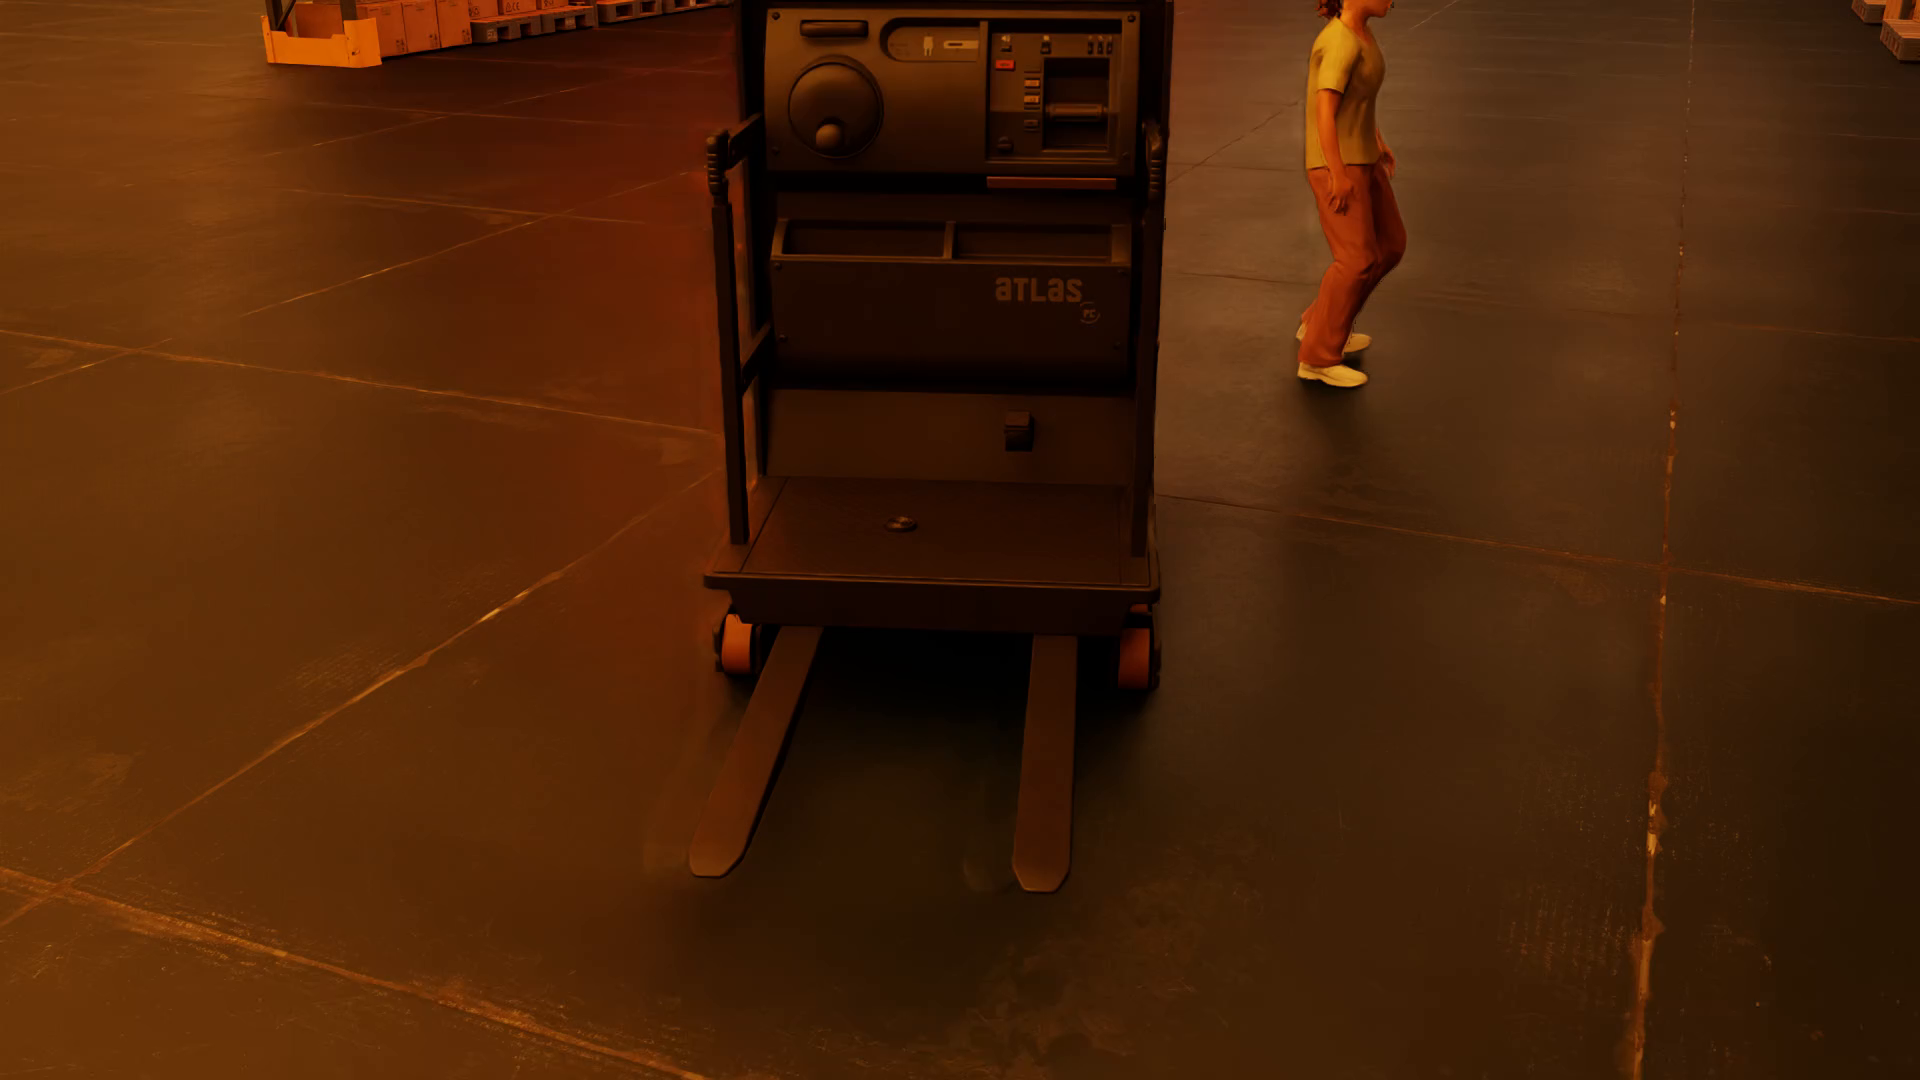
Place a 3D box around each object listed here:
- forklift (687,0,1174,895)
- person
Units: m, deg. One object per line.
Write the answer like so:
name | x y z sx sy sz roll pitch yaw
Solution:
forklift | -0.037 -1.104 3.935 1.130 2.935 3.031 2 23 4
person | 1.527 -1.454 6.465 0.404 1.625 0.614 11 25 25
